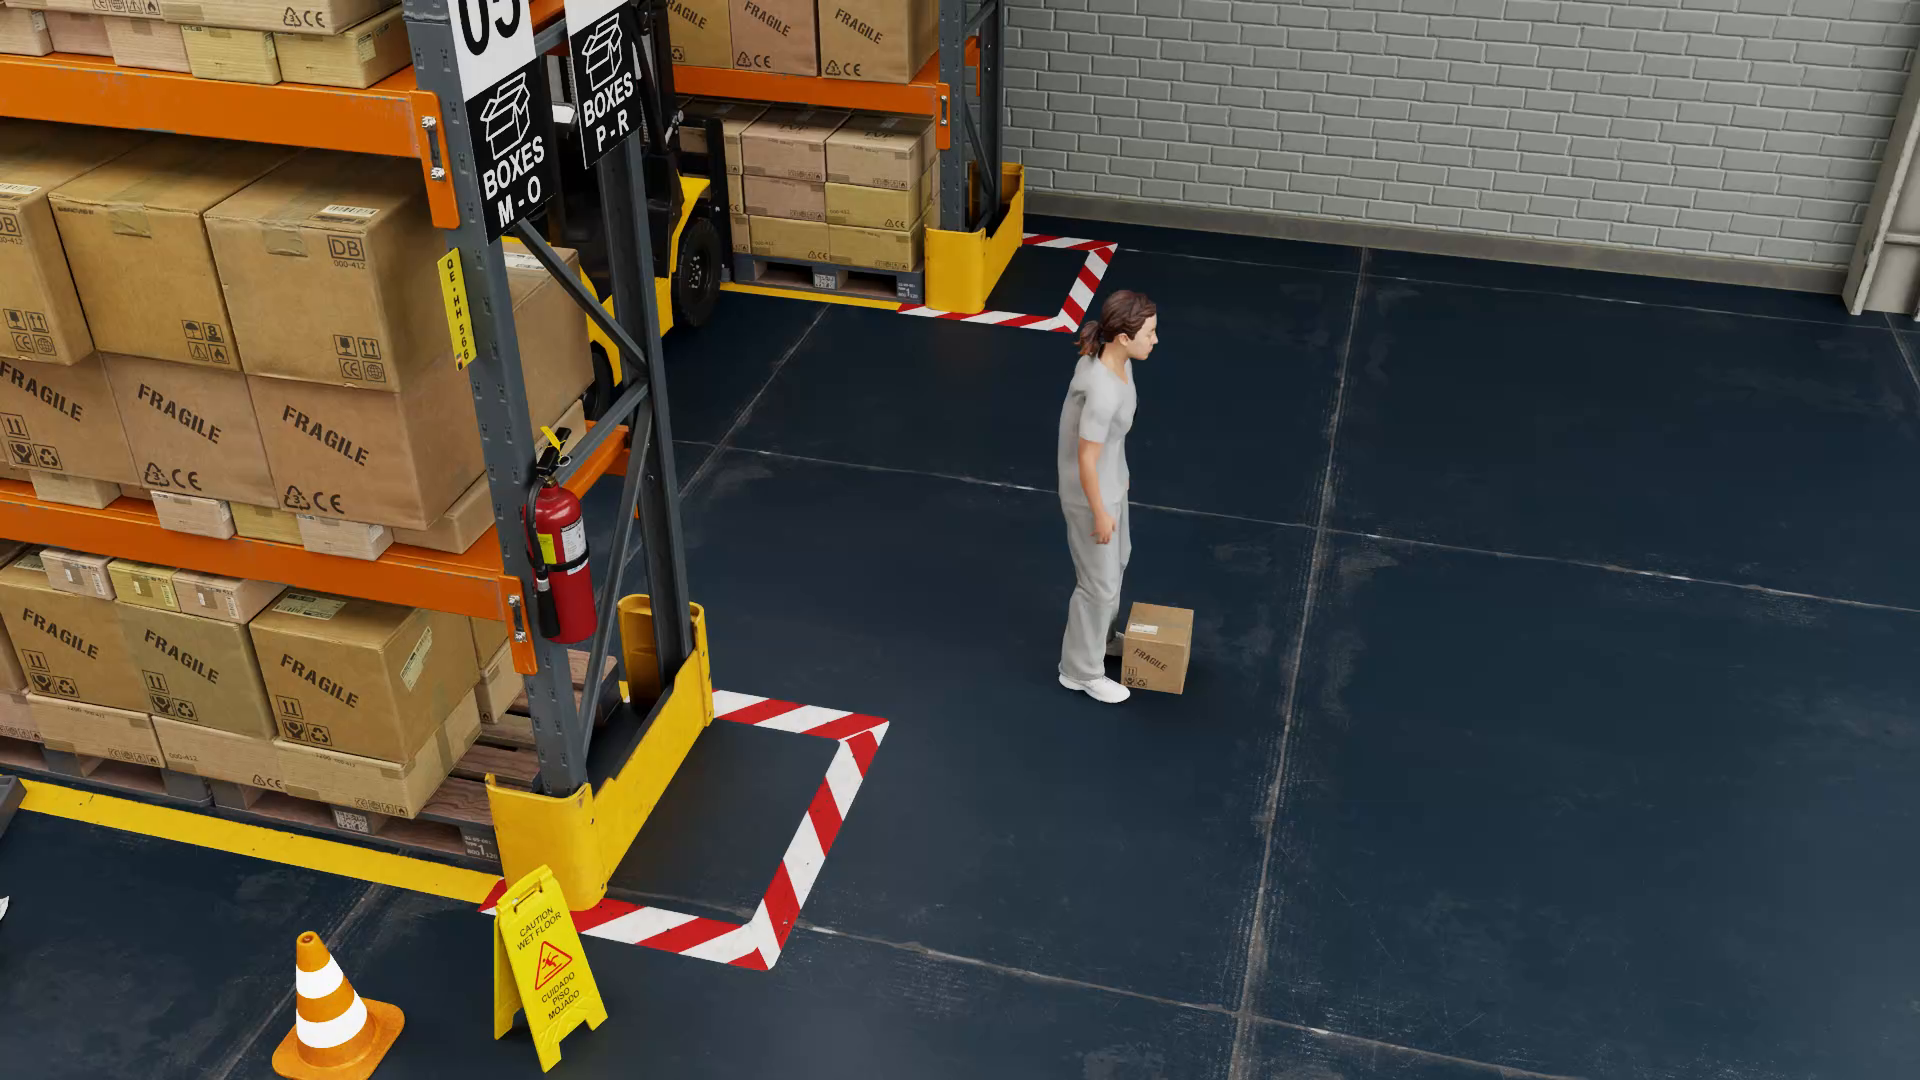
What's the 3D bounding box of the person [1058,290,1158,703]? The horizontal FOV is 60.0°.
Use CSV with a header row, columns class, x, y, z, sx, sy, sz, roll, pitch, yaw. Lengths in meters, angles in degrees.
class,x,y,z,sx,sy,sz,roll,pitch,yaw
person,0.557,-0.184,6.425,0.359,1.672,0.488,7,34,11
